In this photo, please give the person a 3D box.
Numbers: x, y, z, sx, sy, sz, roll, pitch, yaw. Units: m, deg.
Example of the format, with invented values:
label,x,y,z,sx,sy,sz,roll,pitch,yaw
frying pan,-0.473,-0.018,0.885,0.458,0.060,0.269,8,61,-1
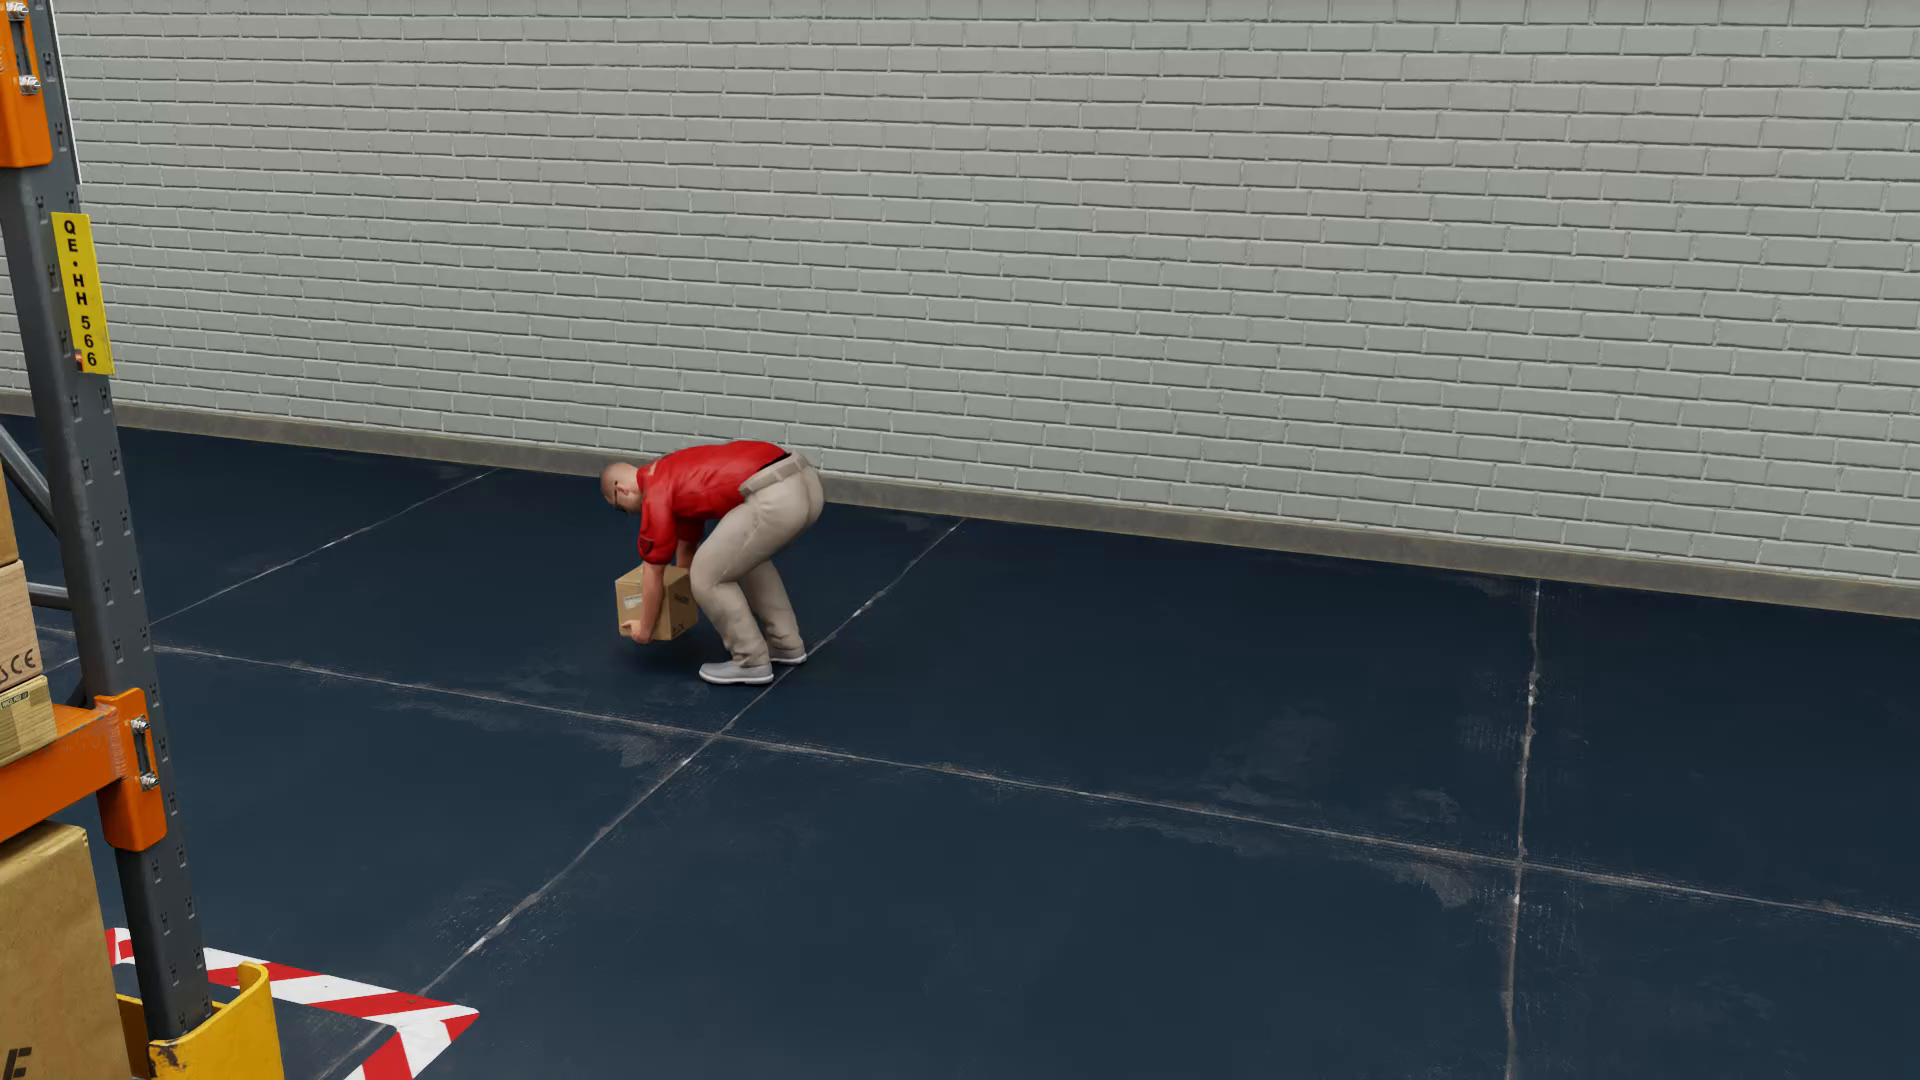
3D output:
label,x,y,z,sx,sy,sz,roll,pitch,yaw
person,-1.050,0.071,7.023,0.960,1.002,0.509,5,19,16
